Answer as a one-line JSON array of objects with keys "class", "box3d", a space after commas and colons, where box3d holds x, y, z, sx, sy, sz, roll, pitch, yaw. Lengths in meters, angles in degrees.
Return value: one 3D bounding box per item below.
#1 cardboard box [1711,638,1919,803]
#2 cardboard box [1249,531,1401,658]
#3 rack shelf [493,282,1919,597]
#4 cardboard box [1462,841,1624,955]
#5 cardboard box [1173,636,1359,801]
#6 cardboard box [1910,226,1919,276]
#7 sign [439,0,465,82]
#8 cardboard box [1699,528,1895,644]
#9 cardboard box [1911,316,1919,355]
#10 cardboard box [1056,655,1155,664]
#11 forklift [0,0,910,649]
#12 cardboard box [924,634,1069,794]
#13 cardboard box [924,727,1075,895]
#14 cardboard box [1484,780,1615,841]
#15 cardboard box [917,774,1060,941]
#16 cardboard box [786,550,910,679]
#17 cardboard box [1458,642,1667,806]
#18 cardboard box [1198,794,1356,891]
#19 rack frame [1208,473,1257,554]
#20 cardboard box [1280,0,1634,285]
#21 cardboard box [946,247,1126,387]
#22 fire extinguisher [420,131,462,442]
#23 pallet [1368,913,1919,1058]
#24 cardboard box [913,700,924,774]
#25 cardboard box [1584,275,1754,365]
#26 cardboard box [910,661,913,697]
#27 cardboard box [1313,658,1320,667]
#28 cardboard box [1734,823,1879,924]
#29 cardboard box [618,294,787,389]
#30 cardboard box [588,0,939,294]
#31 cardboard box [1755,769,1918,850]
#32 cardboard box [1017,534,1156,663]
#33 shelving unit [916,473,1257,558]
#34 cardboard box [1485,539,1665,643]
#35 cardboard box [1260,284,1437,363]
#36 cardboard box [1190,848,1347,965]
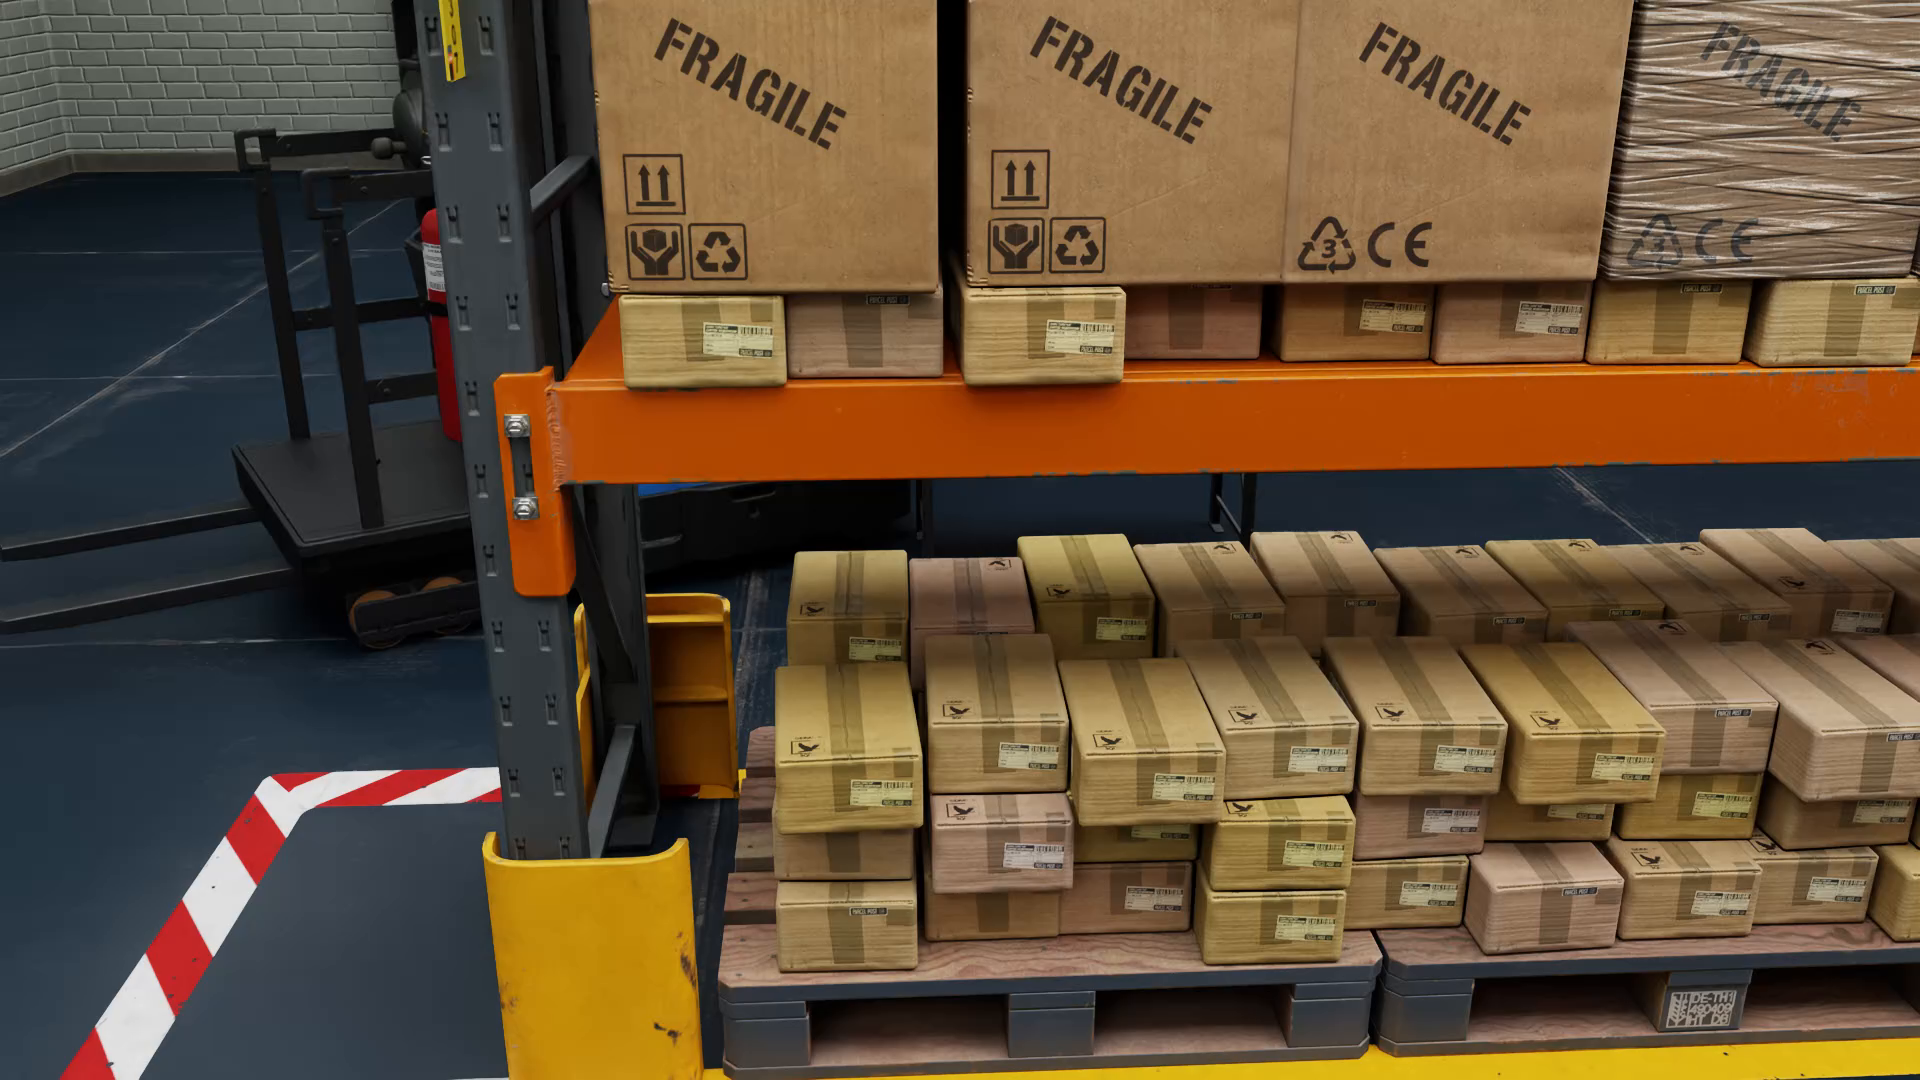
[{"class": "cardboard box", "box3d": [1.606, 0.331, 3.117, 0.250, 0.149, 0.380, -2, 21, -5]}, {"class": "cardboard box", "box3d": [0.797, 0.116, 3.682, 0.250, 0.149, 0.380, 0, 21, -1]}, {"class": "rack shelf", "box3d": [1.247, -0.303, 3.212, 4.000, 0.370, 1.077, -1, 21, -3]}, {"class": "cardboard box", "box3d": [1.061, 0.619, 3.195, 0.250, 0.149, 0.380, -2, 21, -6]}, {"class": "cardboard box", "box3d": [0.563, 0.327, 3.126, 0.250, 0.149, 0.380, -2, 21, -6]}, {"class": "cardboard box", "box3d": [1.762, -0.736, 2.779, 0.500, 0.500, 0.500, -1, 21, -3]}, {"class": "sign", "box3d": [-0.718, -0.810, 2.317, 0.005, 0.325, 0.100, -1, 21, -3]}, {"class": "cardboard box", "box3d": [1.842, 0.108, 3.701, 0.250, 0.149, 0.380, -1, 21, -2]}, {"class": "cardboard box", "box3d": [1.666, -0.446, 2.931, 0.250, 0.149, 0.380, -1, 21, -4]}, {"class": "cardboard box", "box3d": [0.280, 0.275, 3.681, 0.250, 0.149, 0.380, -2, 21, -5]}, {"class": "forklift", "box3d": [-1.694, -1.269, 4.836, 3.031, 2.935, 1.130, -12, 24, -29]}, {"class": "cardboard box", "box3d": [0.062, 0.321, 3.142, 0.250, 0.149, 0.380, -1, 21, -2]}, {"class": "cardboard box", "box3d": [0.065, 0.494, 3.107, 0.250, 0.149, 0.380, -1, 21, -3]}, {"class": "cardboard box", "box3d": [1.095, 0.431, 3.271, 0.250, 0.149, 0.380, 0, 21, 0]}, {"class": "cardboard box", "box3d": [0.049, 0.606, 3.229, 0.250, 0.149, 0.380, -1, 21, -3]}, {"class": "cardboard box", "box3d": [-0.235, 0.159, 3.569, 0.250, 0.149, 0.380, -1, 21, -2]}, {"class": "cardboard box", "box3d": [1.106, 0.336, 3.104, 0.250, 0.149, 0.380, -1, 21, -2]}, {"class": "cardboard box", "box3d": [0.567, 0.491, 3.115, 0.250, 0.149, 0.380, -1, 21, -1]}, {"class": "rack frame", "box3d": [0.897, -0.674, 5.283, 0.032, 1.500, 0.500, -1, 21, -4]}, {"class": "cardboard box", "box3d": [0.737, -0.721, 2.739, 0.500, 0.500, 0.500, -1, 21, -2]}, {"class": "cardboard box", "box3d": [0.116, -0.378, 2.750, 0.250, 0.149, 0.380, -2, 21, -5]}, {"class": "fire extinguisher", "box3d": [-1.027, -0.547, 3.474, 0.183, 0.674, 0.296, -1, 21, -3]}, {"class": "pallet", "box3d": [1.355, 0.676, 3.550, 1.213, 0.211, 1.003, -1, 21, -3]}, {"class": "cardboard box", "box3d": [0.015, 0.412, 3.741, 0.250, 0.149, 0.380, -1, 21, -1]}, {"class": "cardboard box", "box3d": [1.147, -0.421, 2.864, 0.250, 0.149, 0.380, 0, 21, -1]}, {"class": "cardboard box", "box3d": [-0.239, 0.286, 3.651, 0.250, 0.149, 0.380, -2, 21, -5]}, {"class": "cardboard box", "box3d": [0.796, 0.260, 3.720, 0.250, 0.149, 0.380, -1, 21, -2]}, {"class": "cardboard box", "box3d": [1.574, 0.588, 3.278, 0.250, 0.149, 0.380, -1, 21, -2]}, {"class": "cardboard box", "box3d": [-0.407, -0.371, 2.733, 0.250, 0.149, 0.380, -1, 21, -3]}, {"class": "cardboard box", "box3d": [-0.285, -0.695, 2.673, 0.500, 0.500, 0.500, 0, 21, 0]}, {"class": "cardboard box", "box3d": [1.634, 0.439, 3.251, 0.250, 0.149, 0.380, -2, 21, -6]}, {"class": "cardboard box", "box3d": [0.270, 0.124, 3.661, 0.250, 0.149, 0.380, -2, 21, -4]}, {"class": "shelving unit", "box3d": [0.390, -0.661, 5.249, 1.048, 1.500, 0.538, -1, 21, -4]}, {"class": "cardboard box", "box3d": [1.327, 0.134, 3.633, 0.250, 0.149, 0.380, -1, 21, -3]}, {"class": "cardboard box", "box3d": [0.639, -0.428, 2.883, 0.250, 0.149, 0.380, -1, 21, -4]}, {"class": "cardboard box", "box3d": [0.558, 0.633, 3.160, 0.250, 0.149, 0.380, -1, 21, -2]}]
